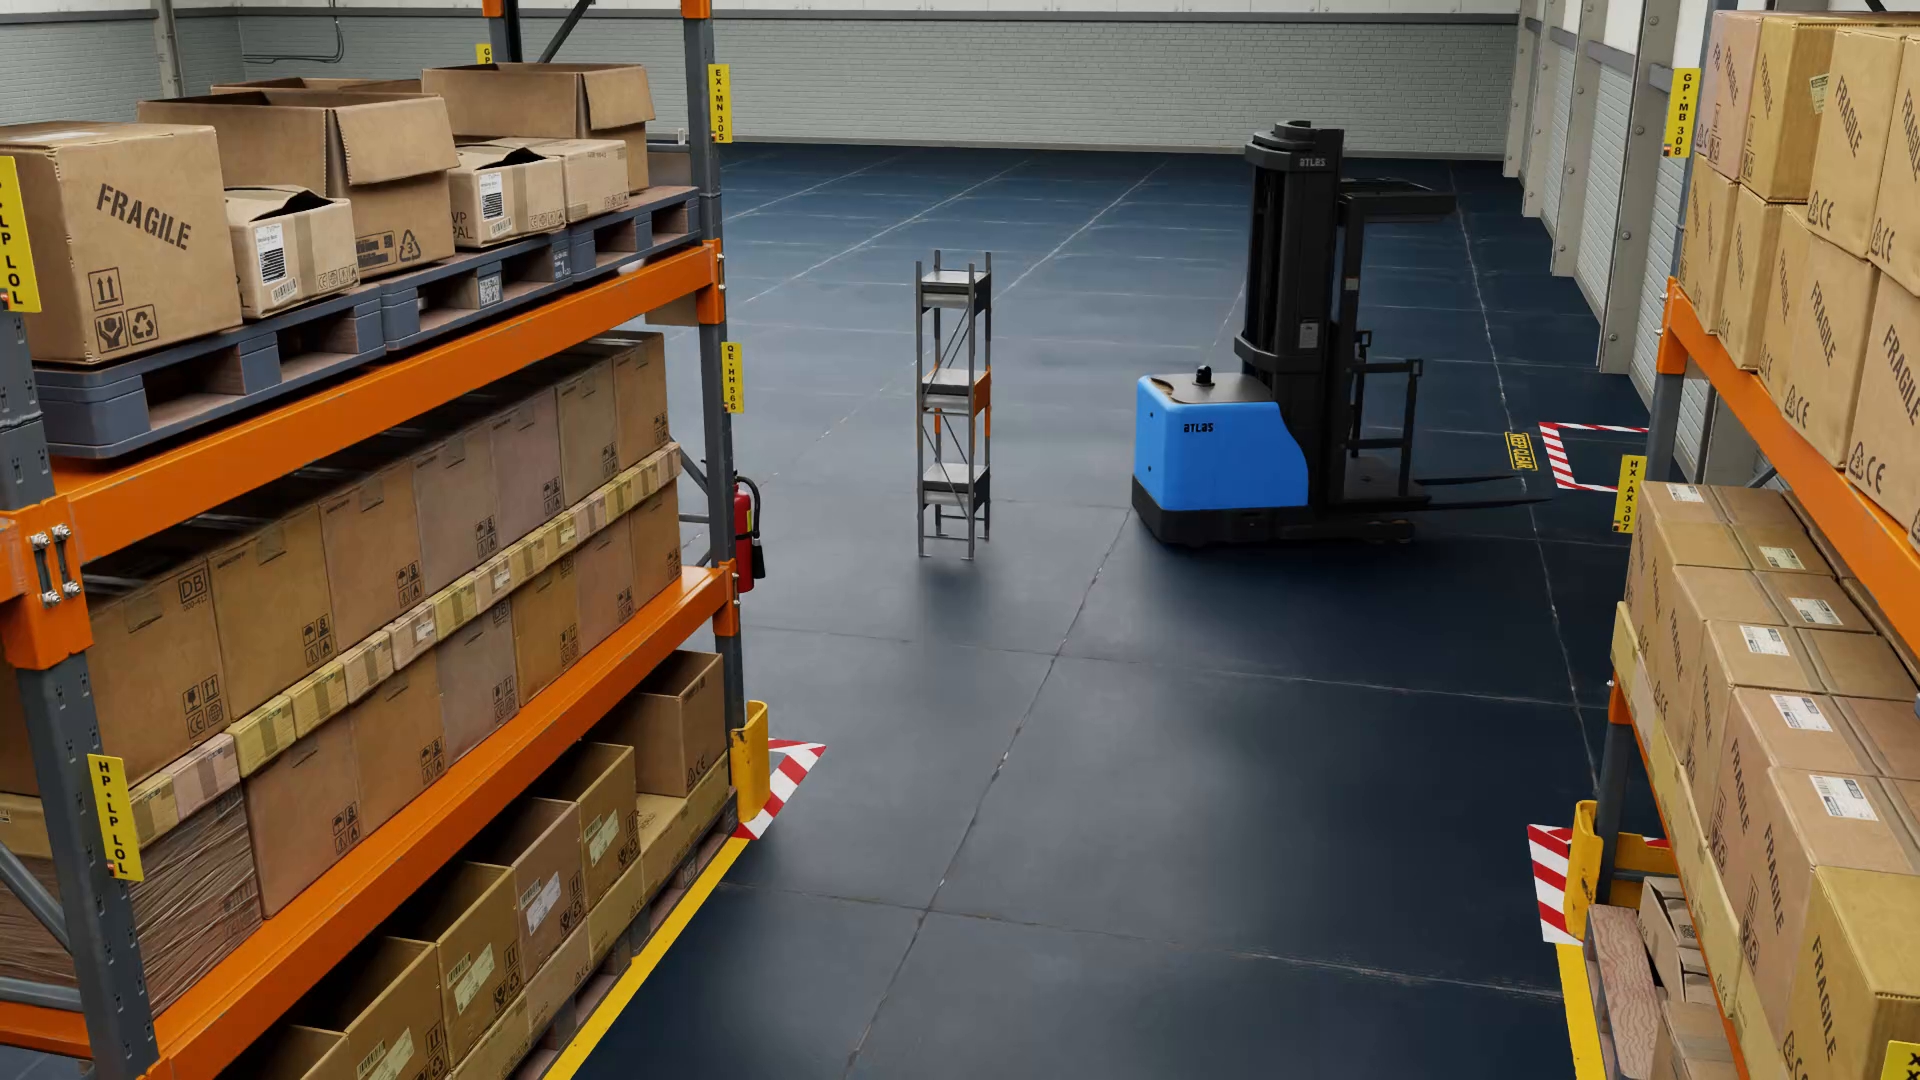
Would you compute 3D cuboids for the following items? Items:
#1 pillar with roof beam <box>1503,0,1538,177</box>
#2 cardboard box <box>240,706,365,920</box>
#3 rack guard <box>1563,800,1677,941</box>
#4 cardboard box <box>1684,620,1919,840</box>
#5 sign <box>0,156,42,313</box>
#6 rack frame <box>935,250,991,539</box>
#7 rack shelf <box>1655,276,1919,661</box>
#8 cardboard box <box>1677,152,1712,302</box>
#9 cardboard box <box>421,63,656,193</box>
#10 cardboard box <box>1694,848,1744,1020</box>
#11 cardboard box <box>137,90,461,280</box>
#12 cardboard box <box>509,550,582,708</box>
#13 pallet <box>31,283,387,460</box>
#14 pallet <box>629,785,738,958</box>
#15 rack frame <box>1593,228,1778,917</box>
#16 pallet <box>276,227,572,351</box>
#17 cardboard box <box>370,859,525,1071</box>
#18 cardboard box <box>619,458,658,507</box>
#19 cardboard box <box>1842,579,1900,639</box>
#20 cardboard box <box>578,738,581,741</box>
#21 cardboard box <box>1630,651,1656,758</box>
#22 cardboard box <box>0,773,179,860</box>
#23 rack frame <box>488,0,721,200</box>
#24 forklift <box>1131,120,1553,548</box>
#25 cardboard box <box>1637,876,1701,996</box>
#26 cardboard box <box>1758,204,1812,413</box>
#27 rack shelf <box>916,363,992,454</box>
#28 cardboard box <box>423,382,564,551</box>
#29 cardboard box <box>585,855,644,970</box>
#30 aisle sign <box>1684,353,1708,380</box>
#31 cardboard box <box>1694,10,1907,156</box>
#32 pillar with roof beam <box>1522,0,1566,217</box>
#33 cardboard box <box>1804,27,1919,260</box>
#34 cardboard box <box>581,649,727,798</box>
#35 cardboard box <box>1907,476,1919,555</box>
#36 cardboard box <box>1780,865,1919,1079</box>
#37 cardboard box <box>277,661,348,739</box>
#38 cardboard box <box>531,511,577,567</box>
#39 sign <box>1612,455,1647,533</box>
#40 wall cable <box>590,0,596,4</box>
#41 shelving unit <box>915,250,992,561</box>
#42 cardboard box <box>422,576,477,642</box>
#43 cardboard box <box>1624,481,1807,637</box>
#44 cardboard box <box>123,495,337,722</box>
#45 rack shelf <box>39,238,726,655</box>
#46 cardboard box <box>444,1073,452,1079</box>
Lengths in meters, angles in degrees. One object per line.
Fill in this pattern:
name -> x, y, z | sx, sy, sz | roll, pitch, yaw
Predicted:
pillar with roof beam -> 7.071, -12.027, 33.477 | 9.100, 9.000, 0.400 | 5, 19, 13
cardboard box -> -2.309, 0.778, 5.114 | 0.700, 0.500, 0.500 | 4, 19, 13
rack guard -> 3.229, 1.474, 7.098 | 1.175, 0.500, 0.348 | 5, 19, 13
cardboard box -> 2.463, 0.578, 4.895 | 0.500, 0.500, 0.500 | 5, 20, 15
sign -> -2.005, -0.642, 3.500 | 0.100, 0.325, 0.005 | 5, 19, 13
rack frame -> 0.019, -1.018, 11.920 | 0.400, 2.100, 0.015 | 5, 19, 13
rack shelf -> 2.759, -0.185, 4.560 | 1.077, 0.370, 4.000 | 5, 19, 13
cardboard box -> 2.924, -1.124, 6.011 | 0.500, 0.500, 0.500 | 5, 20, 15
cardboard box -> -1.701, -1.676, 6.788 | 0.797, 0.503, 0.637 | 6, 20, 17
cardboard box -> 2.330, 1.096, 4.540 | 0.500, 0.250, 0.500 | 5, 19, 13
cardboard box -> -2.009, -1.108, 5.126 | 0.797, 0.503, 0.637 | 7, 20, 19
cardboard box -> -1.933, 0.295, 6.527 | 0.700, 0.500, 0.500 | 5, 19, 14
pallet -> -2.350, -0.516, 4.554 | 1.003, 0.211, 1.213 | 5, 19, 13
pallet -> -1.703, 1.440, 7.645 | 1.003, 0.211, 1.213 | 5, 19, 13
rack frame -> 3.248, 0.267, 6.764 | 1.000, 3.000, 0.127 | 5, 19, 13
pallet -> -2.050, -0.897, 5.670 | 1.003, 0.211, 1.213 | 5, 19, 13
cardboard box -> -1.873, 1.445, 5.762 | 0.500, 0.500, 0.500 | 5, 19, 13
cardboard box -> -1.528, -0.260, 7.150 | 0.380, 0.149, 0.250 | 5, 20, 15
cardboard box -> 3.084, 0.458, 5.247 | 0.500, 0.500, 0.500 | 4, 19, 12
cardboard box -> -1.903, 1.130, 7.842 | 0.500, 0.250, 0.500 | 5, 19, 13
cardboard box -> 2.708, 0.621, 5.931 | 0.500, 0.250, 0.500 | 4, 19, 12
cardboard box -> -2.280, 0.708, 4.316 | 0.380, 0.149, 0.250 | 5, 19, 13
rack frame -> -1.556, -2.962, 6.936 | 1.000, 3.000, 0.127 | 5, 19, 13
forklift -> 2.875, -1.523, 12.112 | 3.031, 2.935, 1.130 | -3, 19, -7
cardboard box -> 2.992, 1.541, 6.514 | 0.500, 0.311, 0.500 | 2, 19, 7
cardboard box -> 2.525, -0.626, 4.552 | 0.500, 0.500, 0.500 | 6, 20, 17
rack shelf -> -0.040, -0.929, 11.701 | 0.431, 0.518, 0.480 | 5, 19, 13
cardboard box -> -1.941, -0.299, 6.260 | 0.700, 0.500, 0.500 | 5, 19, 14
cardboard box -> -1.632, 1.486, 6.801 | 0.500, 0.250, 0.500 | 5, 19, 13
aisle sign -> 2.975, -1.009, 6.479 | 0.394, 0.787, 0.004 | 5, 19, 13
cardboard box -> 2.918, -1.581, 5.801 | 0.500, 0.500, 0.500 | 3, 19, 9
pillar with roof beam -> 5.605, -10.146, 27.971 | 9.100, 9.000, 0.400 | 5, 19, 13
cardboard box -> 2.371, -0.944, 3.937 | 0.500, 0.500, 0.500 | 4, 19, 11
cardboard box -> -1.399, 0.816, 7.601 | 0.500, 0.500, 0.500 | 5, 19, 13
cardboard box -> 2.155, -0.134, 3.112 | 0.500, 0.500, 0.500 | 5, 20, 15
cardboard box -> 2.086, 1.055, 3.499 | 0.500, 0.500, 0.500 | 5, 19, 13
cardboard box -> -2.095, 0.466, 5.025 | 0.380, 0.149, 0.250 | 4, 19, 13
cardboard box -> -1.717, -0.019, 6.444 | 0.380, 0.149, 0.250 | 5, 20, 15
sign -> 2.722, -0.185, 6.750 | 0.100, 0.325, 0.005 | 5, 19, 13
wall cable -> -8.096, -15.848, 39.403 | 2.305, 6.003, 0.169 | 5, 19, 13
shelving unit -> -0.040, -0.942, 11.696 | 0.431, 2.100, 0.503 | 5, 19, 13
cardboard box -> -1.905, 0.222, 5.739 | 0.380, 0.149, 0.250 | 4, 19, 13
cardboard box -> 2.840, 0.100, 6.295 | 0.500, 0.500, 0.500 | 5, 19, 13
cardboard box -> -2.309, 0.172, 4.882 | 0.700, 0.500, 0.500 | 5, 19, 13
rack shelf -> -2.045, -0.575, 5.702 | 1.077, 0.370, 4.000 | 5, 19, 13
cardboard box -> -1.999, 1.956, 5.425 | 0.500, 0.250, 0.500 | 5, 19, 13
